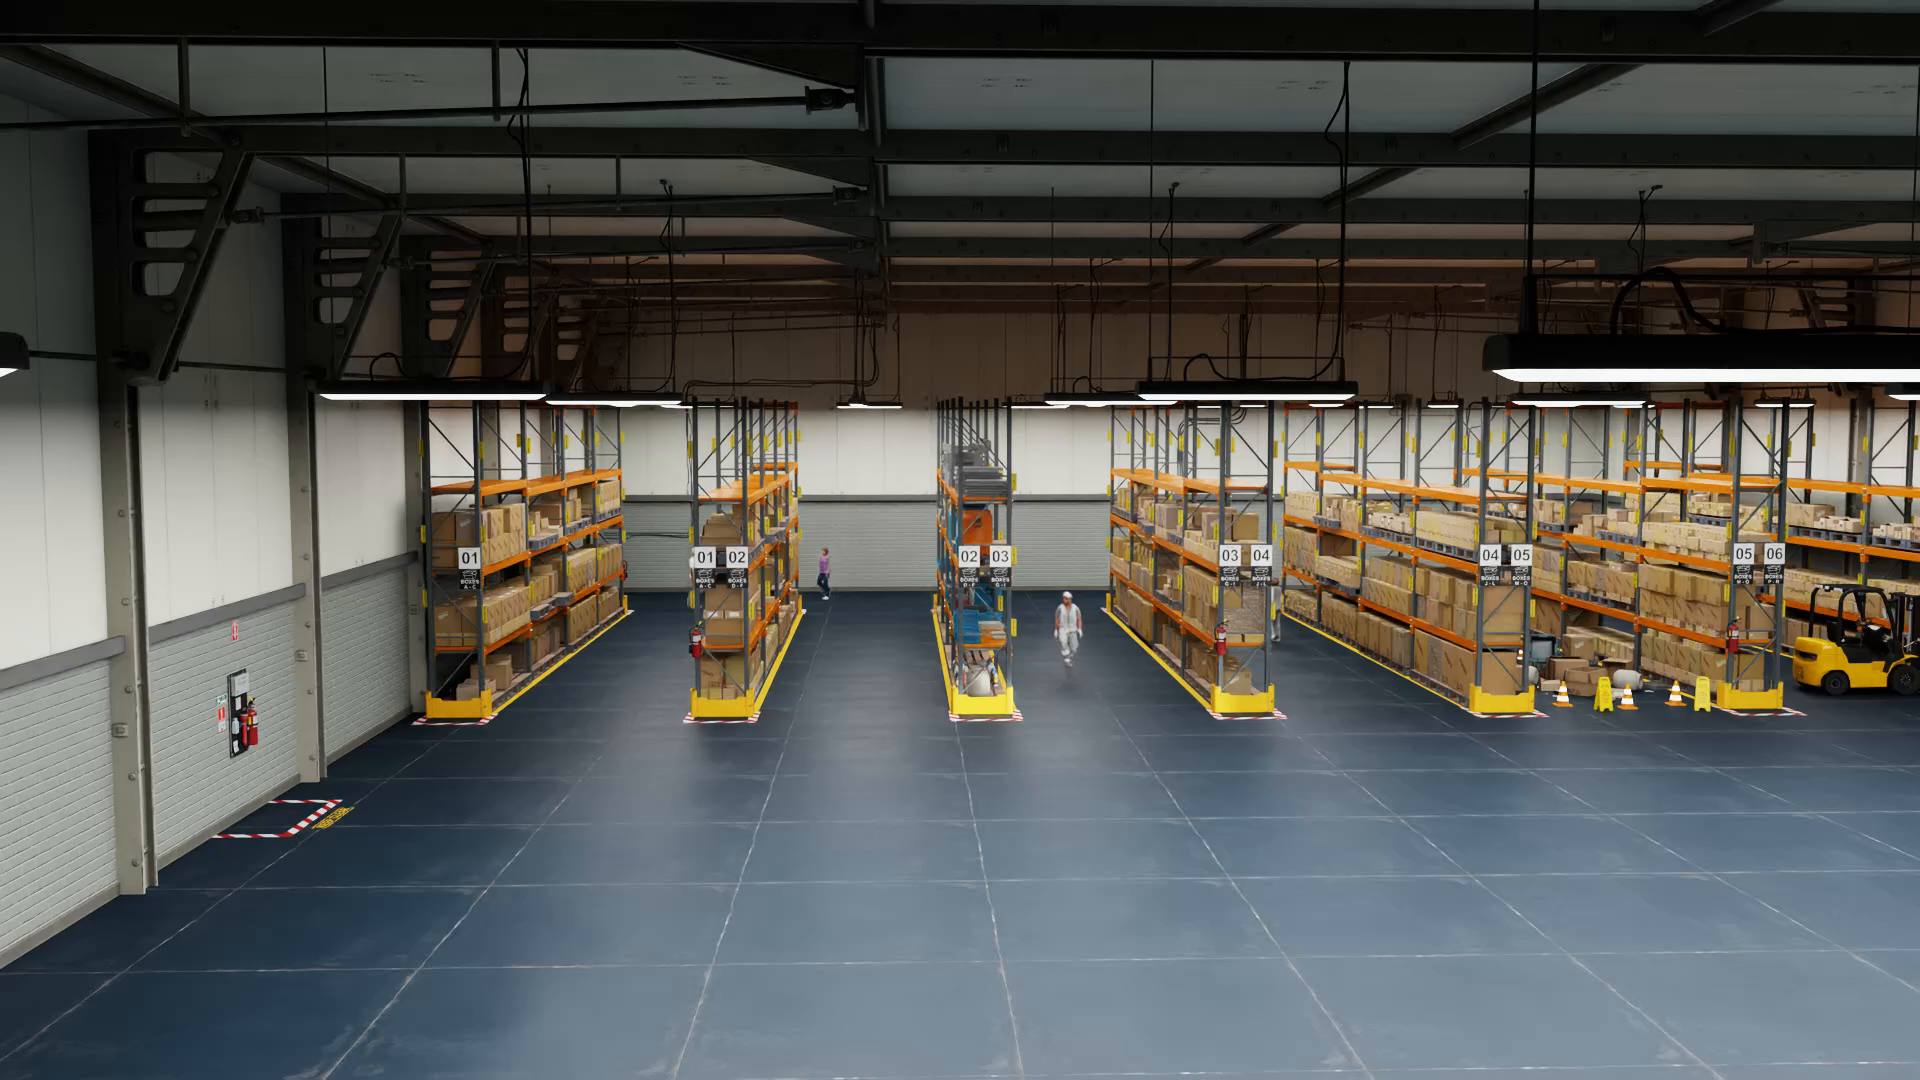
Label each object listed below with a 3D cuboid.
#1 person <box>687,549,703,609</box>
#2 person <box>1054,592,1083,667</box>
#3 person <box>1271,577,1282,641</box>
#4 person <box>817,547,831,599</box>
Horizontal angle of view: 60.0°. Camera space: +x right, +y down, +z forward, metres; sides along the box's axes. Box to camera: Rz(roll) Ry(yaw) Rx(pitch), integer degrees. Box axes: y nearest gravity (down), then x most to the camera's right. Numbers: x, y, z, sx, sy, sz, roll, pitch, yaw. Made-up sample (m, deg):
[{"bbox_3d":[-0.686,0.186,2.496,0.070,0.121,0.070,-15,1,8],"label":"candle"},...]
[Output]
[{"bbox_3d":[-7.674,1.105,48.175,0.481,1.763,0.605,0,4,-6],"label":"person"},{"bbox_3d":[2.342,1.902,35.708,0.565,1.577,0.997,0,4,-5],"label":"person"},{"bbox_3d":[7.850,1.732,41.439,0.446,1.612,0.372,-3,5,-35],"label":"person"},{"bbox_3d":[-4.127,1.016,50.510,0.432,1.575,0.394,4,6,43],"label":"person"}]
